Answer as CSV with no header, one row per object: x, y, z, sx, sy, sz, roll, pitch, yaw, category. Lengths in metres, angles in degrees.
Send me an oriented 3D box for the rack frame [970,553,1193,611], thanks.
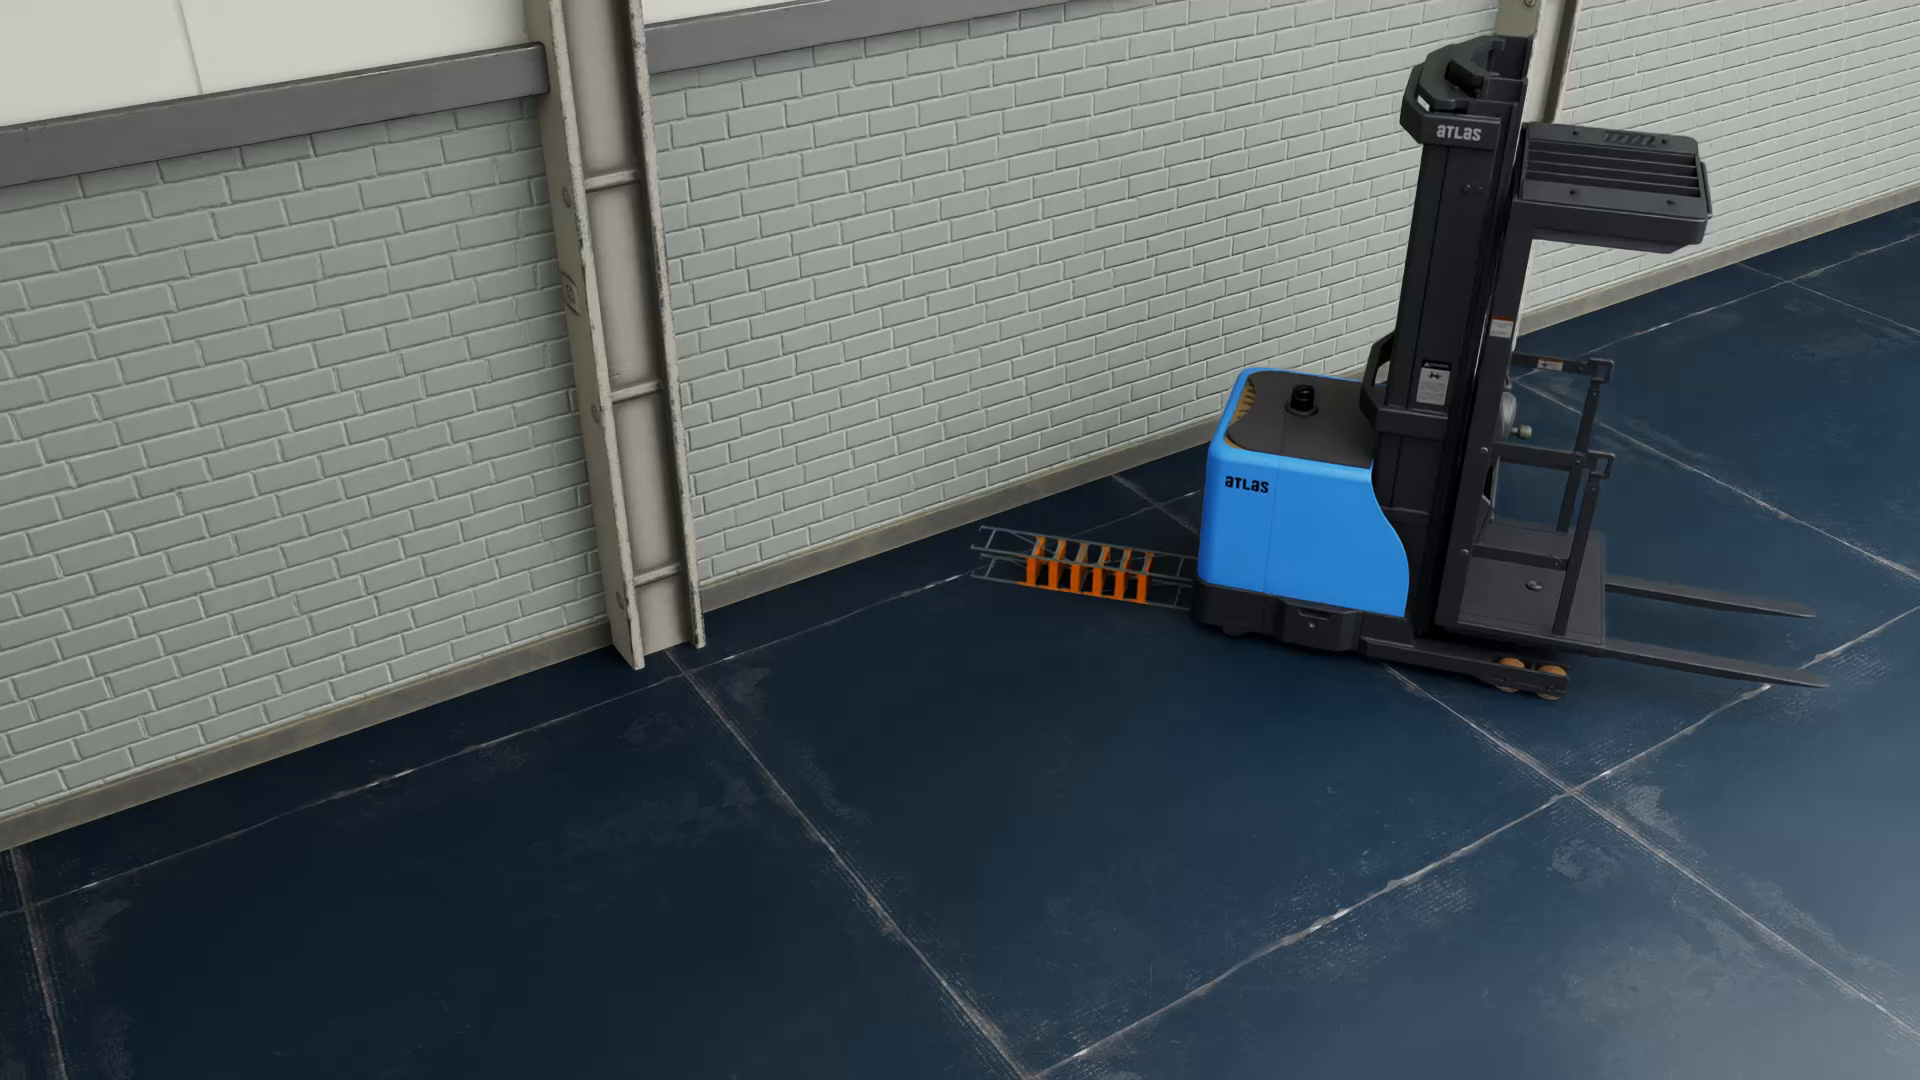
0.664,0.224,9.004,1.200,0.006,0.240,8,33,13,rack frame

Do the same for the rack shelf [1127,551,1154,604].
0.969,0.191,8.885,0.103,0.180,0.258,8,33,13,rack shelf

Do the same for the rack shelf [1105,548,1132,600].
0.853,0.174,8.912,0.103,0.180,0.258,8,33,13,rack shelf

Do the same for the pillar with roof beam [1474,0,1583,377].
5.828,-3.082,5.823,0.400,9.000,9.100,-19,37,-27,pillar with roof beam

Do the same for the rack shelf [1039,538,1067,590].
0.506,0.123,8.991,0.103,0.180,0.258,8,33,13,rack shelf

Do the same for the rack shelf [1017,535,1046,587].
0.390,0.106,9.018,0.103,0.180,0.258,8,33,13,rack shelf

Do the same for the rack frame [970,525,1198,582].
0.665,0.069,8.906,1.200,0.006,0.240,8,33,13,rack frame

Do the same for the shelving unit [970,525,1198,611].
0.664,0.146,8.955,1.200,0.189,0.258,8,33,13,shelving unit

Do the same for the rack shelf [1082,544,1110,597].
0.737,0.157,8.938,0.103,0.180,0.258,8,33,13,rack shelf

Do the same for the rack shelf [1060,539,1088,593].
0.622,0.140,8.965,0.103,0.180,0.258,8,33,13,rack shelf

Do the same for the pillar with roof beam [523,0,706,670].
0.785,-1.348,3.074,0.400,9.000,9.100,-19,37,-27,pillar with roof beam

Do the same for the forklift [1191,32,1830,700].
2.774,-0.779,7.859,3.031,2.935,1.130,10,34,15,forklift
